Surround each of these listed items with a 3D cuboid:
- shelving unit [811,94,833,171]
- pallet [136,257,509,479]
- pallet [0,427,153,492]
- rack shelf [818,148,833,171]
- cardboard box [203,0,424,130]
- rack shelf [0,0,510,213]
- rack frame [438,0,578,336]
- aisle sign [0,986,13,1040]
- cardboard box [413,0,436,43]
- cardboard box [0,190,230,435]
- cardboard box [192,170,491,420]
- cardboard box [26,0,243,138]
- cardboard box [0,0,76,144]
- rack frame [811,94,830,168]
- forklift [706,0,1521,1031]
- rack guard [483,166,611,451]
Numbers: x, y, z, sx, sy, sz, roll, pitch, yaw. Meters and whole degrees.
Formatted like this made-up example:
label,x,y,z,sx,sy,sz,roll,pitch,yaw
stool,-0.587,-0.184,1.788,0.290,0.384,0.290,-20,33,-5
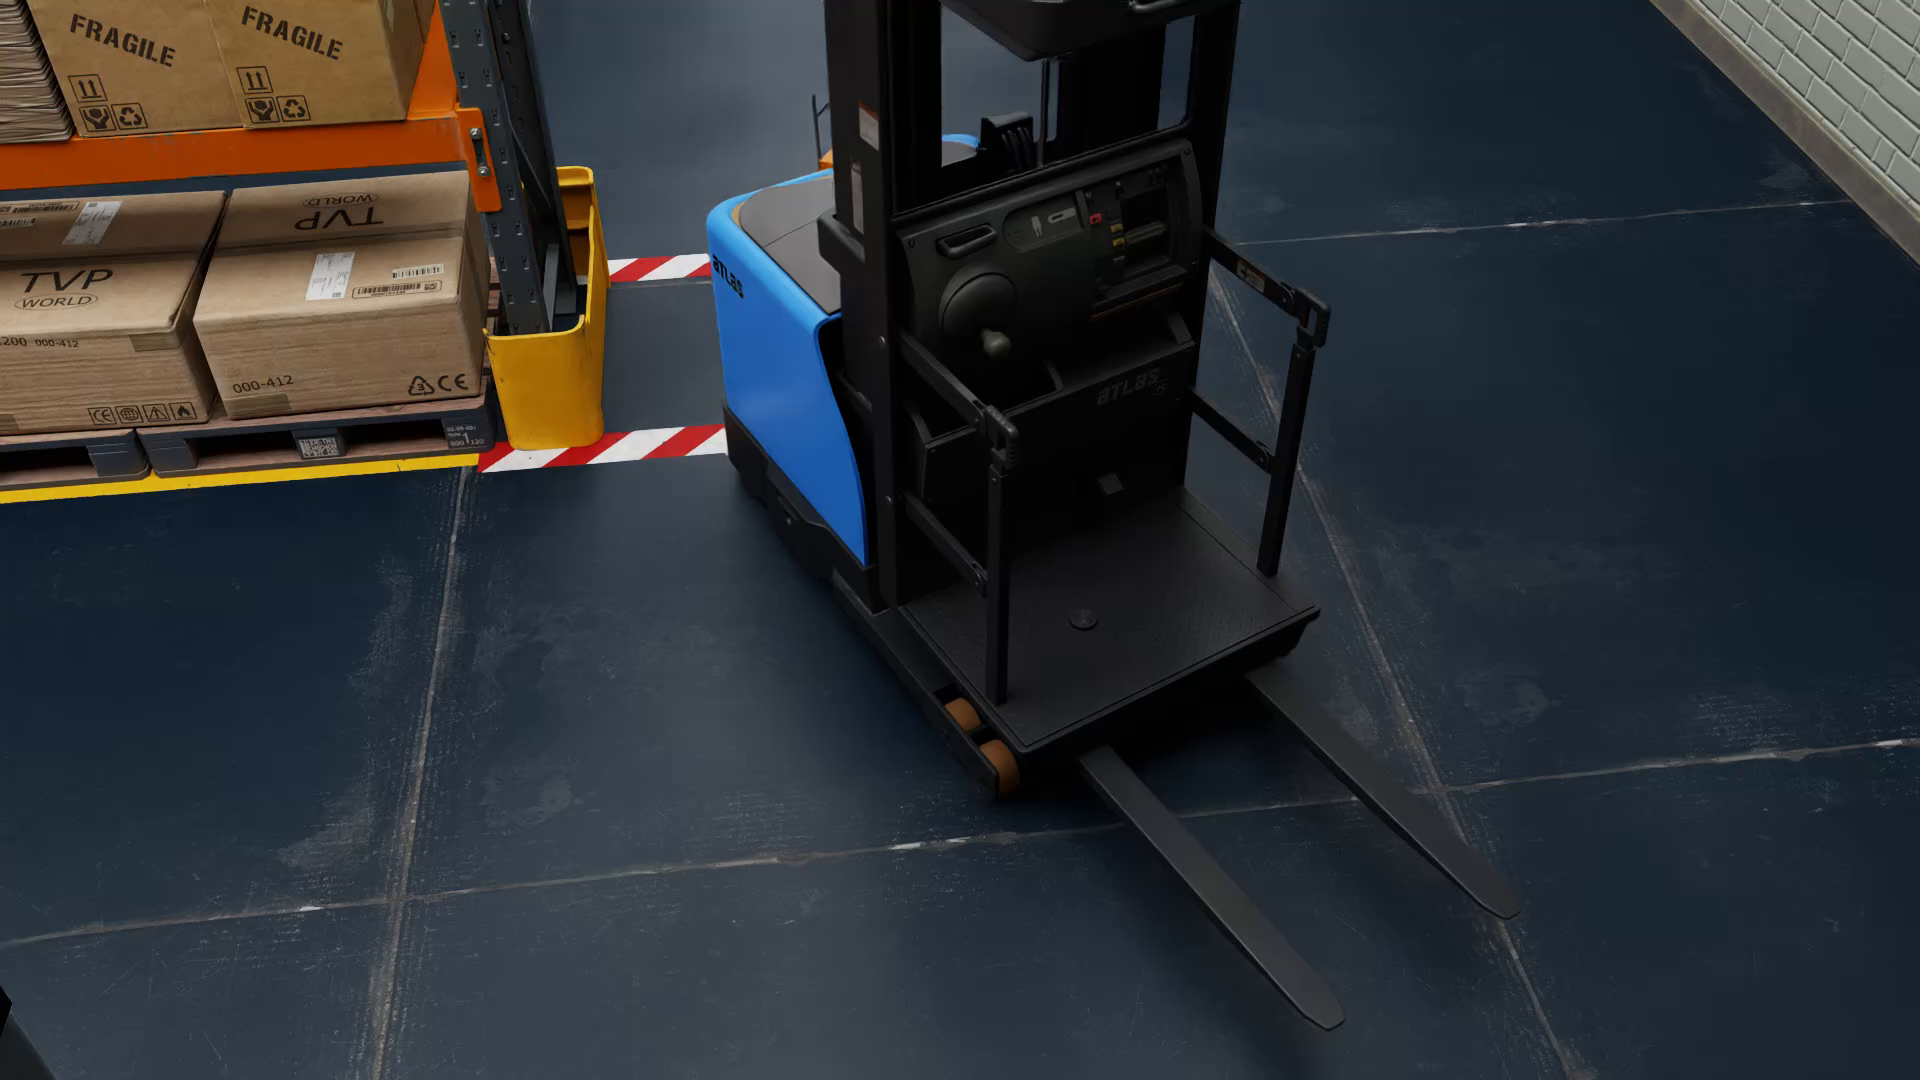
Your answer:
label,x,y,z,sx,sy,sz,roll,pitch,yaw
shelving unit,-0.349,-1.097,6.048,0.189,1.200,0.258,12,43,17
pallet,-2.367,-0.679,6.327,1.213,0.211,1.003,-5,42,-6
pallet,-3.574,-0.575,6.212,1.213,0.211,1.003,-5,42,-6
rack shelf,-0.361,-1.335,5.840,0.180,0.103,0.258,12,43,17
cardboard box,-2.028,-1.655,5.253,0.500,0.500,0.500,-5,42,-5
rack shelf,-3.567,-1.395,5.576,4.000,0.370,1.077,-5,42,-6
rack frame,-1.584,-1.836,5.528,0.127,3.000,1.000,-5,42,-6
aisle sign,-0.908,0.294,1.225,0.004,0.787,0.394,-5,42,-6
cardboard box,-2.098,-2.022,5.659,0.500,0.500,0.500,-5,42,-6
cardboard box,-3.132,-0.831,6.014,0.875,0.438,0.875,-4,42,-4
cardboard box,-2.226,-0.917,6.108,0.875,0.438,0.875,-6,42,-7
cardboard box,-2.528,-1.622,5.216,0.500,0.500,0.500,-6,42,-6
cardboard box,-3.037,-1.570,5.159,0.500,0.500,0.500,-4,42,-4
rack frame,-0.434,-1.116,6.074,0.006,1.200,0.240,12,43,17
forklift,0.378,-0.699,4.318,1.130,2.935,3.031,-23,47,-23
rack guard,-1.561,-0.910,6.367,0.348,0.500,1.175,-5,42,-6
